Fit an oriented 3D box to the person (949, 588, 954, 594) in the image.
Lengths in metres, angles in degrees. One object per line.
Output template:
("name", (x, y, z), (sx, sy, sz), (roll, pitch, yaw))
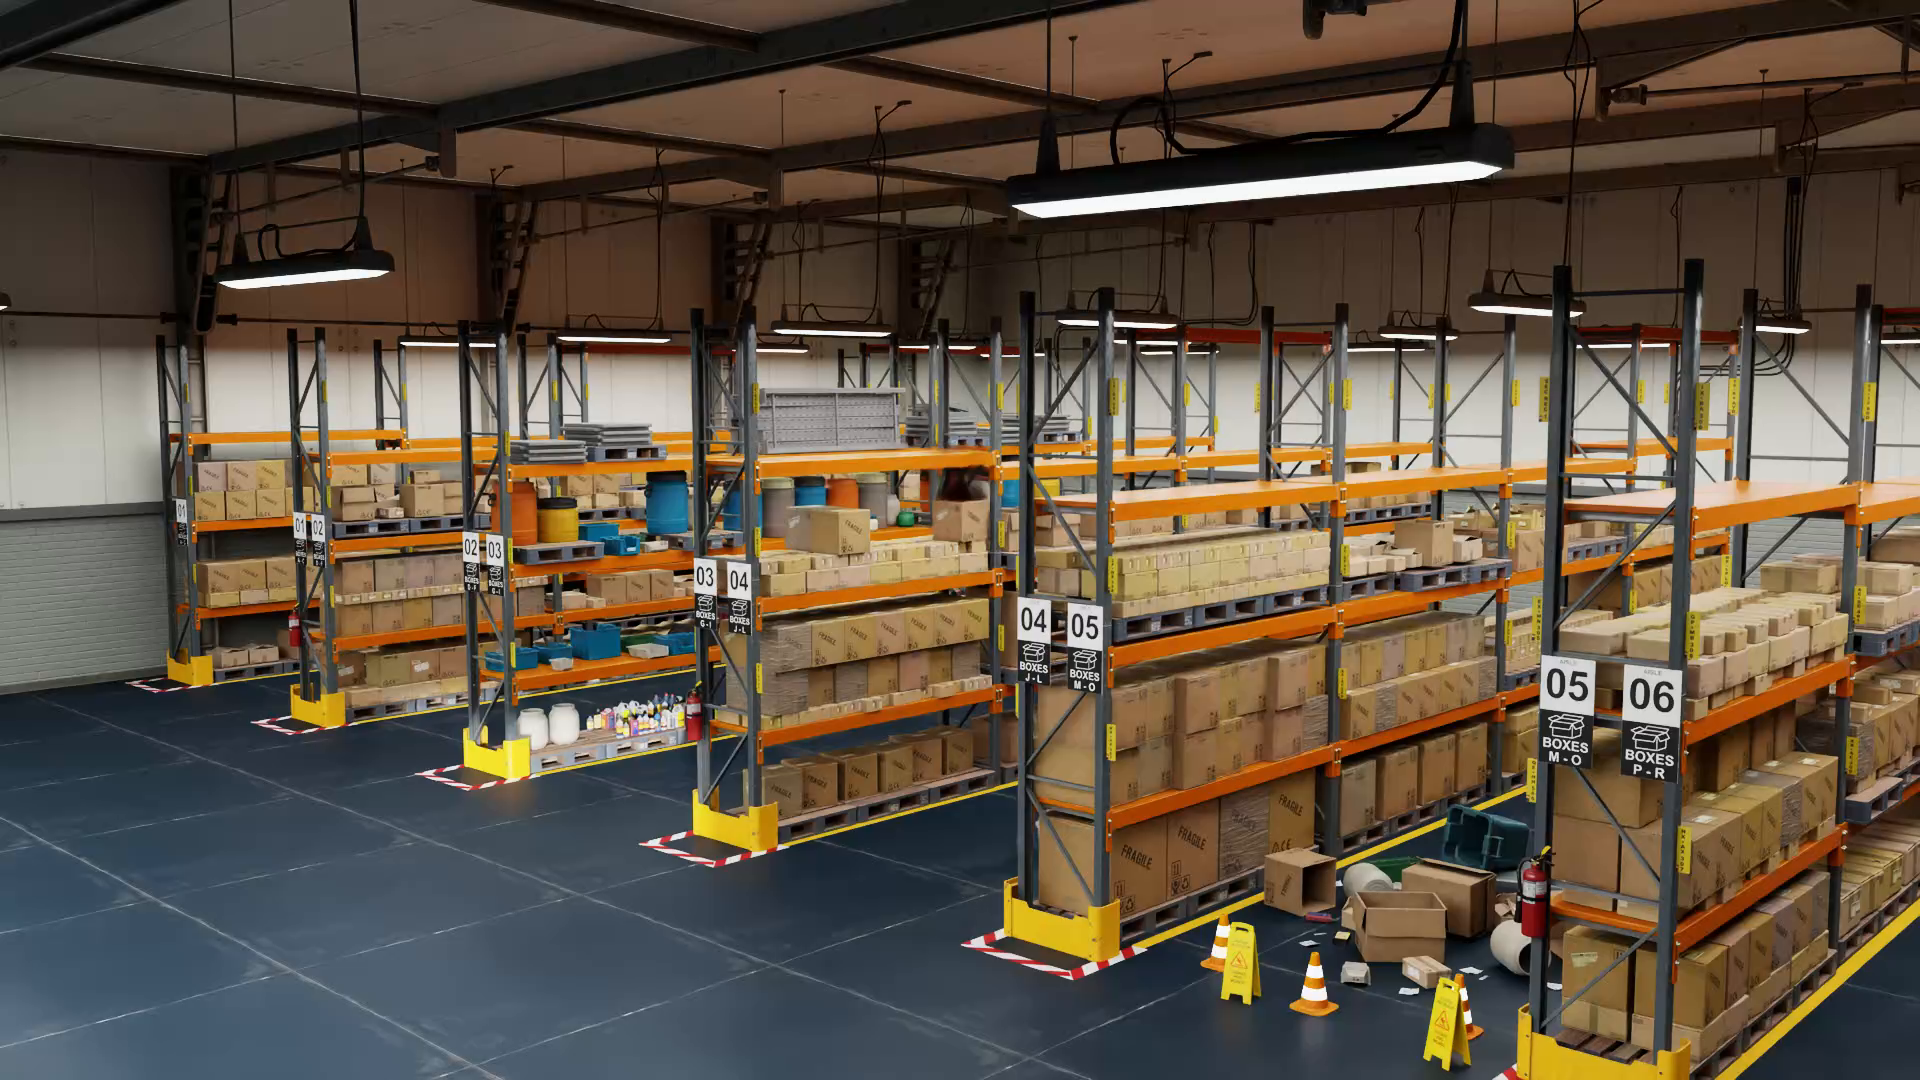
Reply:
("person", (-0.331, 1.240, 33.175), (0.538, 1.614, 0.952), (4, 7, 37))
